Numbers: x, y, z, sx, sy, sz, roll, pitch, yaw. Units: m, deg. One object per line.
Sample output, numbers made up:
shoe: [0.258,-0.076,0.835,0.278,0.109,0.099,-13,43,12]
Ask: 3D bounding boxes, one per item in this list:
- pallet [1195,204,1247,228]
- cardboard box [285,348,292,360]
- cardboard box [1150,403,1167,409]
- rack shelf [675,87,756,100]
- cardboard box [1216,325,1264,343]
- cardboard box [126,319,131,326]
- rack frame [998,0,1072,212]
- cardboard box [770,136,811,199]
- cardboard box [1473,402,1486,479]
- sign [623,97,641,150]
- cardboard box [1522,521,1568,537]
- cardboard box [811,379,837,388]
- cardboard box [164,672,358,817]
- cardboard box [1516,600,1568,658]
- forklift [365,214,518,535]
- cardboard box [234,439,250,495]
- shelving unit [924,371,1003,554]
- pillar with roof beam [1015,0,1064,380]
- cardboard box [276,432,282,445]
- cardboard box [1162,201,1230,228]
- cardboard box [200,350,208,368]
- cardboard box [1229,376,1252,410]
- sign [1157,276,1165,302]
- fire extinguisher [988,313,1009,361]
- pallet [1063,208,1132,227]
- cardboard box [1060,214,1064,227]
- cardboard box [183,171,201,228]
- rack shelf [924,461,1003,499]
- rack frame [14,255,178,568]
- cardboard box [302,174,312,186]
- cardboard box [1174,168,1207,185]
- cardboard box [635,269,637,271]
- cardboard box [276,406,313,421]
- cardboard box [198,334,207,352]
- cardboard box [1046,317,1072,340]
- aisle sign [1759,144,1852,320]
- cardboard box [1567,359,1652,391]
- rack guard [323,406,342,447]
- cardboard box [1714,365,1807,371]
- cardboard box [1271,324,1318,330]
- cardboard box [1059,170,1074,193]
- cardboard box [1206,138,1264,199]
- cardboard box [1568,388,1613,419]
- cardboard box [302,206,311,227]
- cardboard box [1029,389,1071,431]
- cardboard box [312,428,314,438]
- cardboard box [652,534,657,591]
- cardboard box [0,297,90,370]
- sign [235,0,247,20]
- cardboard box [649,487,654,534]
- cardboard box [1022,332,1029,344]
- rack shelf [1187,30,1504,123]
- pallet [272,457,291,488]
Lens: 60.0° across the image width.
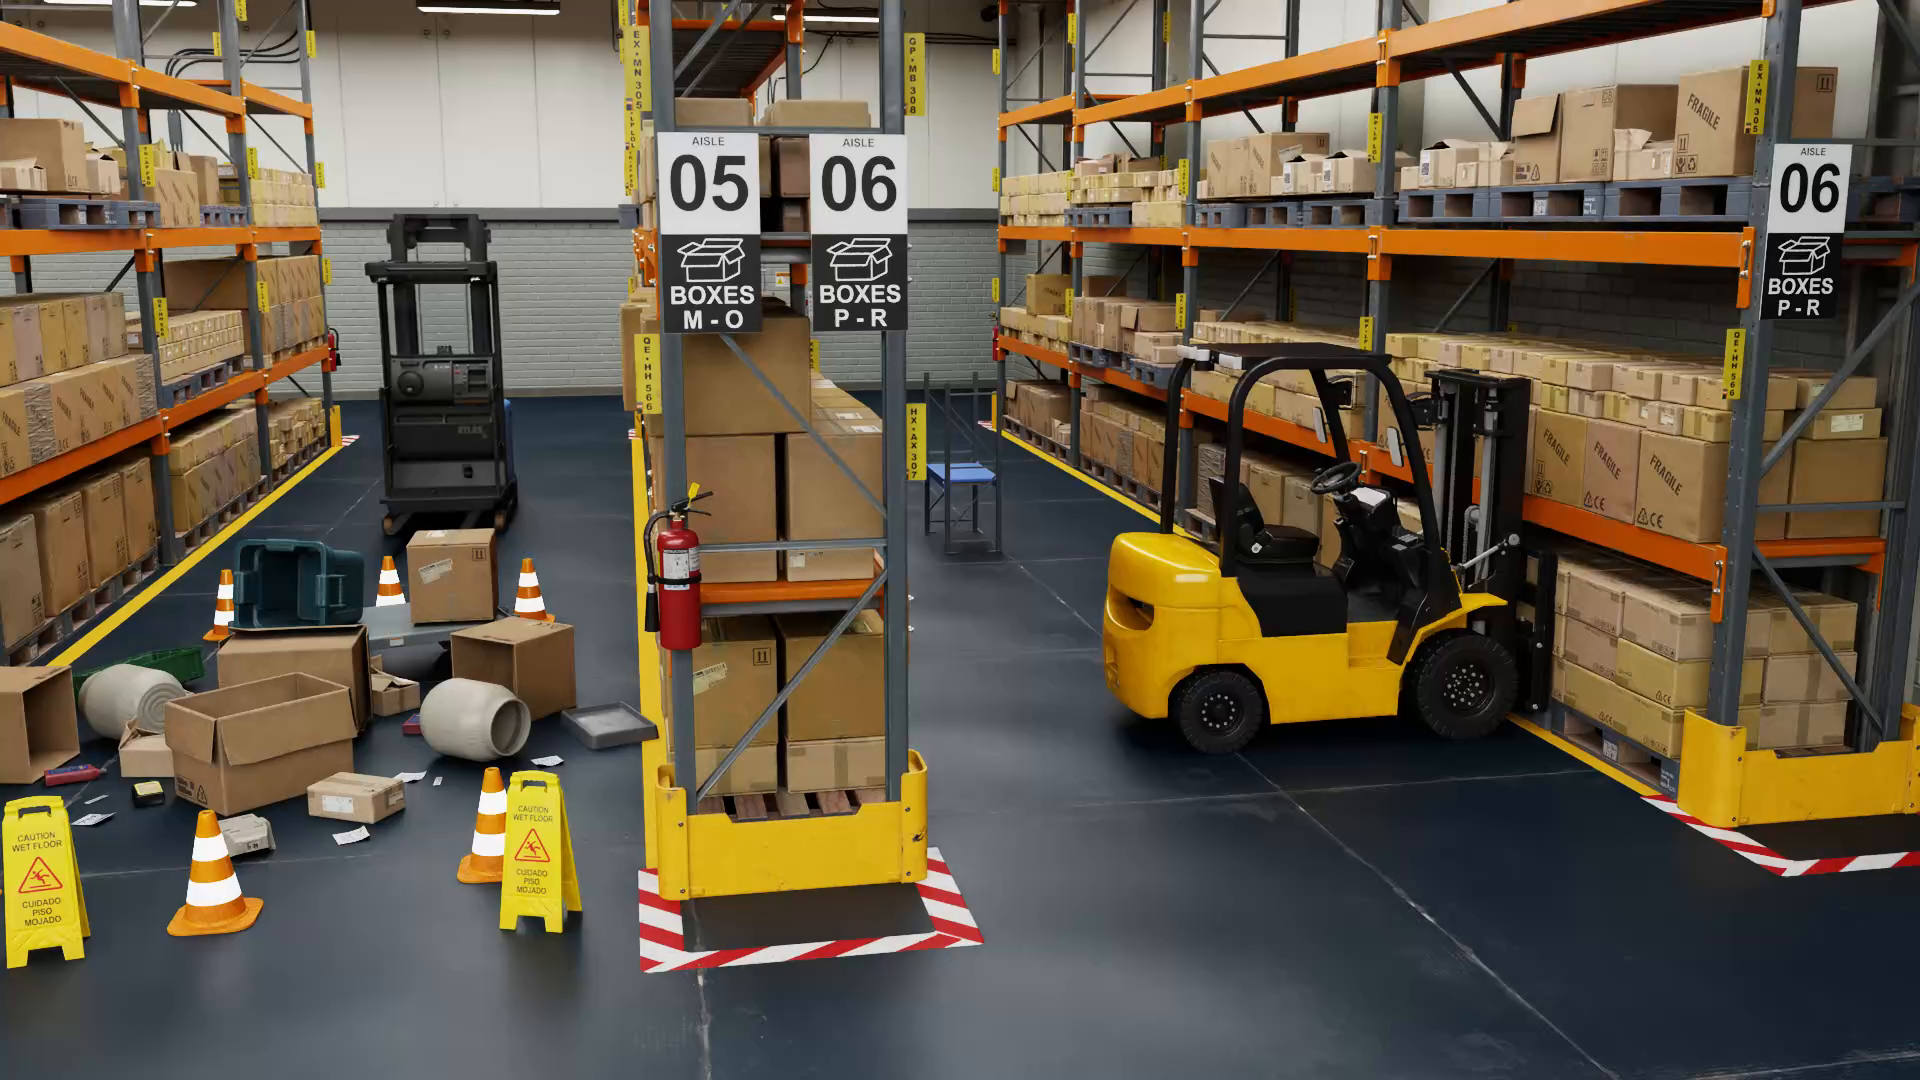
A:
pallet: [2.807,-2.878,14.778,1.213,0.211,1.003,-2,11,-8]
cardboard box: [-7.933,-2.153,19.155,0.380,0.149,0.250,-2,11,-8]
cardboard box: [2.351,-1.454,18.639,0.380,0.149,0.250,-3,11,-14]
rack shelf: [-2.670,-4.201,16.196,1.077,0.370,4.000,-2,11,-11]
cardboard box: [2.488,-1.822,14.744,0.380,0.149,0.250,-2,11,-9]
cardboard box: [-7.961,-1.972,15.493,0.380,0.149,0.250,-2,11,-9]
rack frame: [1.031,-6.033,22.825,1.000,3.000,0.127,-2,11,-11]
cardboard box: [-0.562,-1.618,7.258,0.500,0.250,0.500,-2,11,-12]
cardboard box: [3.412,-0.655,10.350,0.500,0.500,0.500,-2,11,-12]
sign: [-2.047,-2.604,10.396,0.100,0.325,0.005,-2,11,-11]
cardboard box: [3.849,0.037,10.535,0.500,0.250,0.500,-2,11,-11]
cardboard box: [-0.961,-0.637,9.459,0.500,0.500,0.500,-2,11,-9]
cardboard box: [-3.550,1.026,8.459,0.637,0.503,0.797,9,14,38]
cardboard box: [3.534,0.483,9.528,0.500,0.250,0.500,-2,11,-12]
forklift: [-4.864,-1.561,15.557,1.130,2.935,3.031,-2,11,-10]
cardboard box: [-7.405,-0.730,16.572,0.500,0.500,0.500,-2,11,-12]
shelving unit: [0.017,-0.721,14.974,0.538,1.500,1.048,-2,11,-11]
pillar with roof beam: [-2.832,-6.404,24.773,9.100,9.000,0.548,-2,11,-11]
cardboard box: [-7.921,-1.139,18.862,0.380,0.149,0.250,-3,11,-14]
cardboard box: [2.249,-3.104,15.859,0.500,0.250,0.500,-2,11,-13]
cardboard box: [-7.315,-1.702,15.664,0.380,0.149,0.250,-2,11,-13]
cardboard box: [2.634,-1.268,14.237,0.500,0.250,0.500,-2,11,-13]
sign: [2.353,-2.942,19.533,0.100,0.325,0.005,-2,11,-11]
fire extinguisher: [0.549,-2.875,23.482,0.296,0.674,0.183,-2,11,-11]
pallet: [1.867,-3.611,18.627,1.213,0.211,1.003,-2,11,-11]
cardboard box: [1.405,-3.802,19.801,0.380,0.149,0.250,-2,11,-11]
cardboard box: [-7.174,-3.059,14.955,0.500,0.500,0.500,-2,11,-11]
rack shelf: [0.017,-0.544,15.008,0.538,0.185,1.000,-2,11,-11]
rack frame: [-7.117,-1.239,13.682,1.000,3.000,0.127,-2,11,-11]
cardboard box: [-8.320,-4.497,20.776,0.380,0.149,0.250,-2,11,-12]
cardboard box: [2.230,-3.413,15.621,0.380,0.149,0.250,-2,11,-9]
cardboard box: [-3.621,-2.974,19.858,0.500,0.500,0.500,-2,11,-10]
cardboard box: [-8.059,-1.528,20.113,0.380,0.149,0.250,-2,11,-9]
cardboard box: [-7.322,-1.849,15.643,0.380,0.149,0.250,-2,11,-9]
cardboard box: [1.359,-2.600,20.442,0.500,0.250,0.500,-2,11,-11]
aisle sign: [3.868,-1.406,7.606,0.394,0.787,0.004,-2,11,-11]
cardboard box: [3.576,-0.906,9.138,0.380,0.149,0.250,-2,11,-10]
rack guard: [-8.658,-1.464,21.552,1.175,0.500,0.348,-2,11,-11]
cardboard box: [4.204,-0.832,8.746,0.380,0.149,0.250,-2,11,-10]
cardboard box: [3.000,-1.840,14.841,0.380,0.149,0.250,-2,11,-11]
cardboard box: [1.475,-4.227,19.631,0.500,0.250,0.500,-2,11,-11]
cardboard box: [2.489,-3.255,14.594,0.500,0.500,0.500,-2,11,-11]
cardboard box: [3.596,-0.761,9.171,0.380,0.149,0.250,-2,11,-13]
cardboard box: [-8.219,-3.939,20.247,0.500,0.250,0.500,-2,11,-11]
cardboard box: [1.190,-1.690,21.614,0.500,0.500,0.500,-2,11,-10]
cardboard box: [-8.250,-1.328,20.652,0.380,0.149,0.250,-2,11,-11]
cardboard box: [-1.653,0.190,10.399,0.500,0.500,0.500,-2,11,-8]
cardboard box: [-6.838,-1.510,12.164,0.700,0.500,0.500,-2,11,-12]
sign: [-7.352,-5.477,16.985,0.100,0.325,0.005,-2,11,-11]
cardboard box: [-2.181,-0.249,14.386,0.950,0.372,0.625,-3,11,-15]
cardboard box: [1.028,-2.654,21.790,0.380,0.149,0.250,-2,11,-13]
rack shelf: [2.976,-3.649,13.294,1.077,0.370,4.000,-2,11,-11]
pallet: [-8.060,-0.724,18.438,1.003,0.211,1.213,-2,11,-11]
